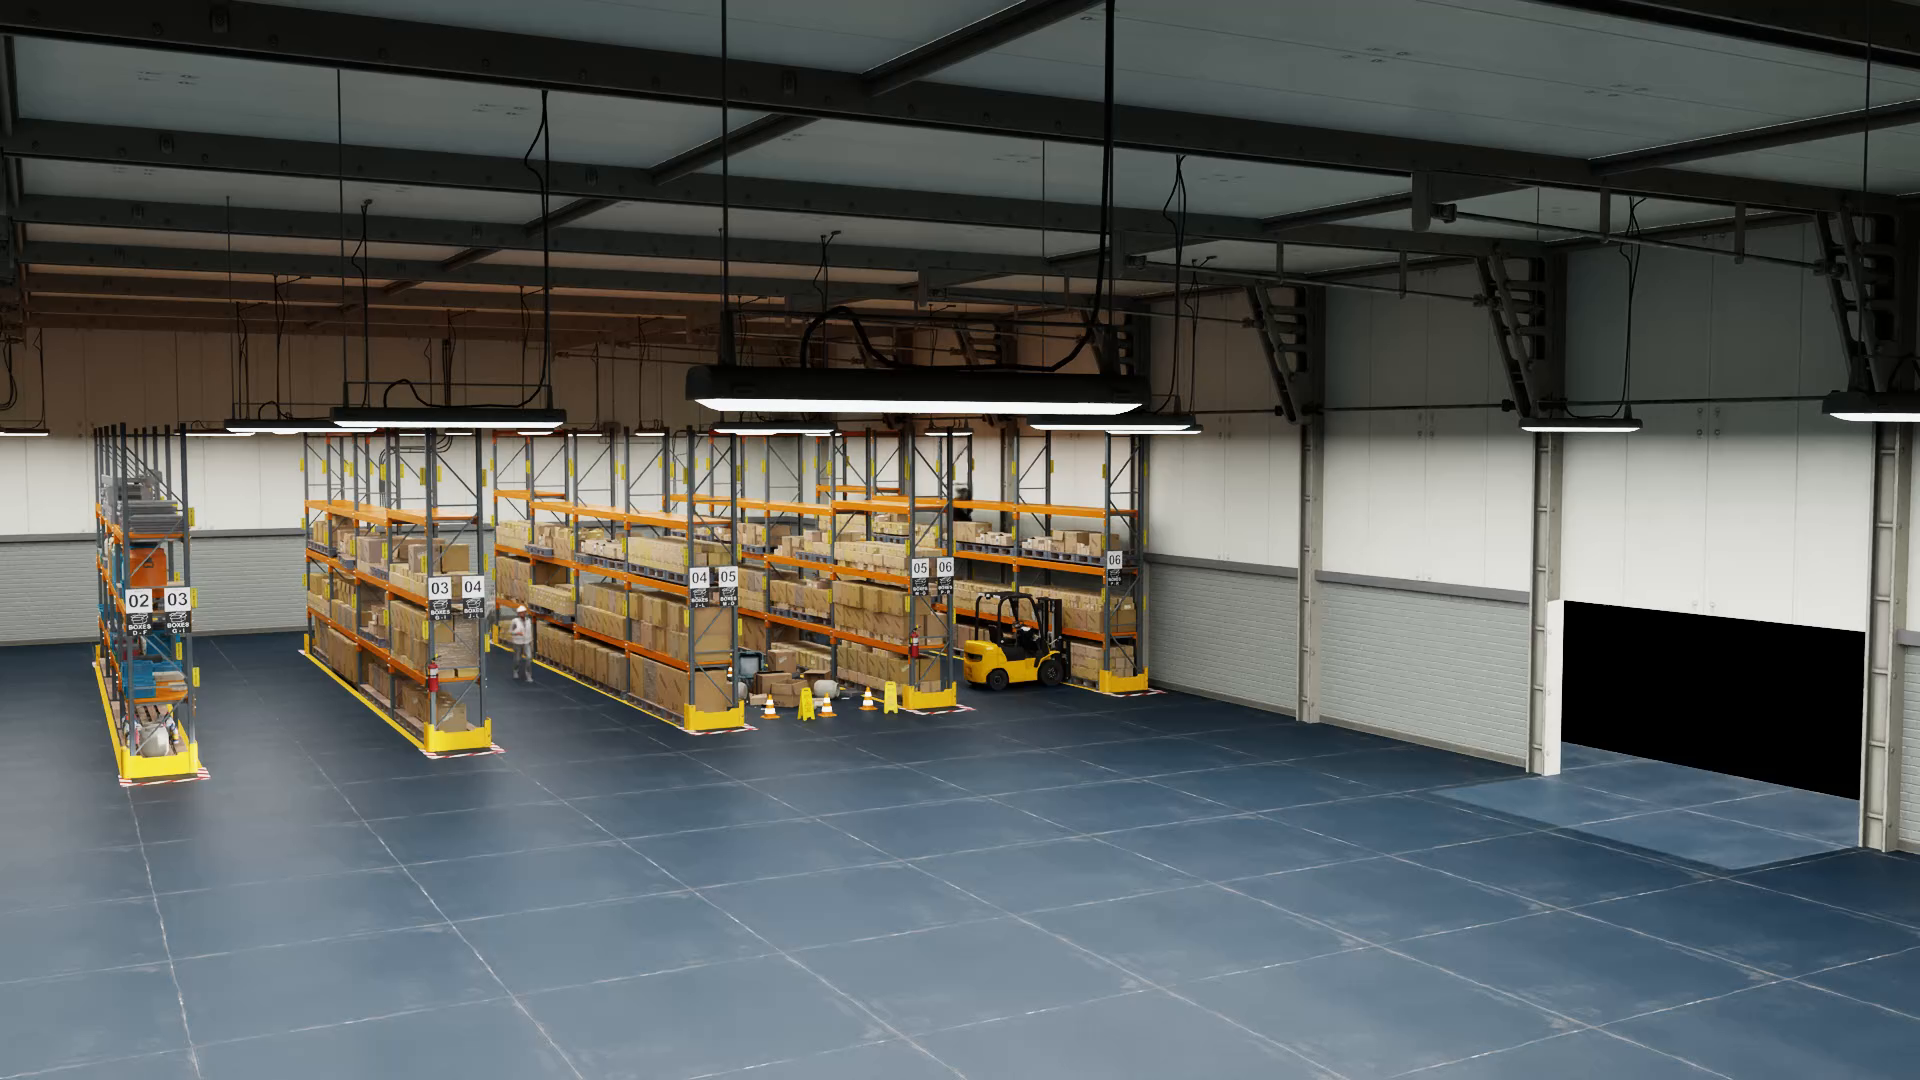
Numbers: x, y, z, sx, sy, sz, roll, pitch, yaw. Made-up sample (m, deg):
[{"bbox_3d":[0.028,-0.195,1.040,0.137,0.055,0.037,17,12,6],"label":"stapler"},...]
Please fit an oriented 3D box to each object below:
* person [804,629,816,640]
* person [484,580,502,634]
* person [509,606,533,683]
[{"bbox_3d":[-4.373,1.998,47.188,0.685,1.818,0.865,-3,5,-40],"label":"person"},{"bbox_3d":[-13.379,1.992,47.729,0.733,1.687,0.598,-2,4,-30],"label":"person"},{"bbox_3d":[-10.384,2.447,39.345,0.610,1.805,0.889,-2,4,-29],"label":"person"}]
